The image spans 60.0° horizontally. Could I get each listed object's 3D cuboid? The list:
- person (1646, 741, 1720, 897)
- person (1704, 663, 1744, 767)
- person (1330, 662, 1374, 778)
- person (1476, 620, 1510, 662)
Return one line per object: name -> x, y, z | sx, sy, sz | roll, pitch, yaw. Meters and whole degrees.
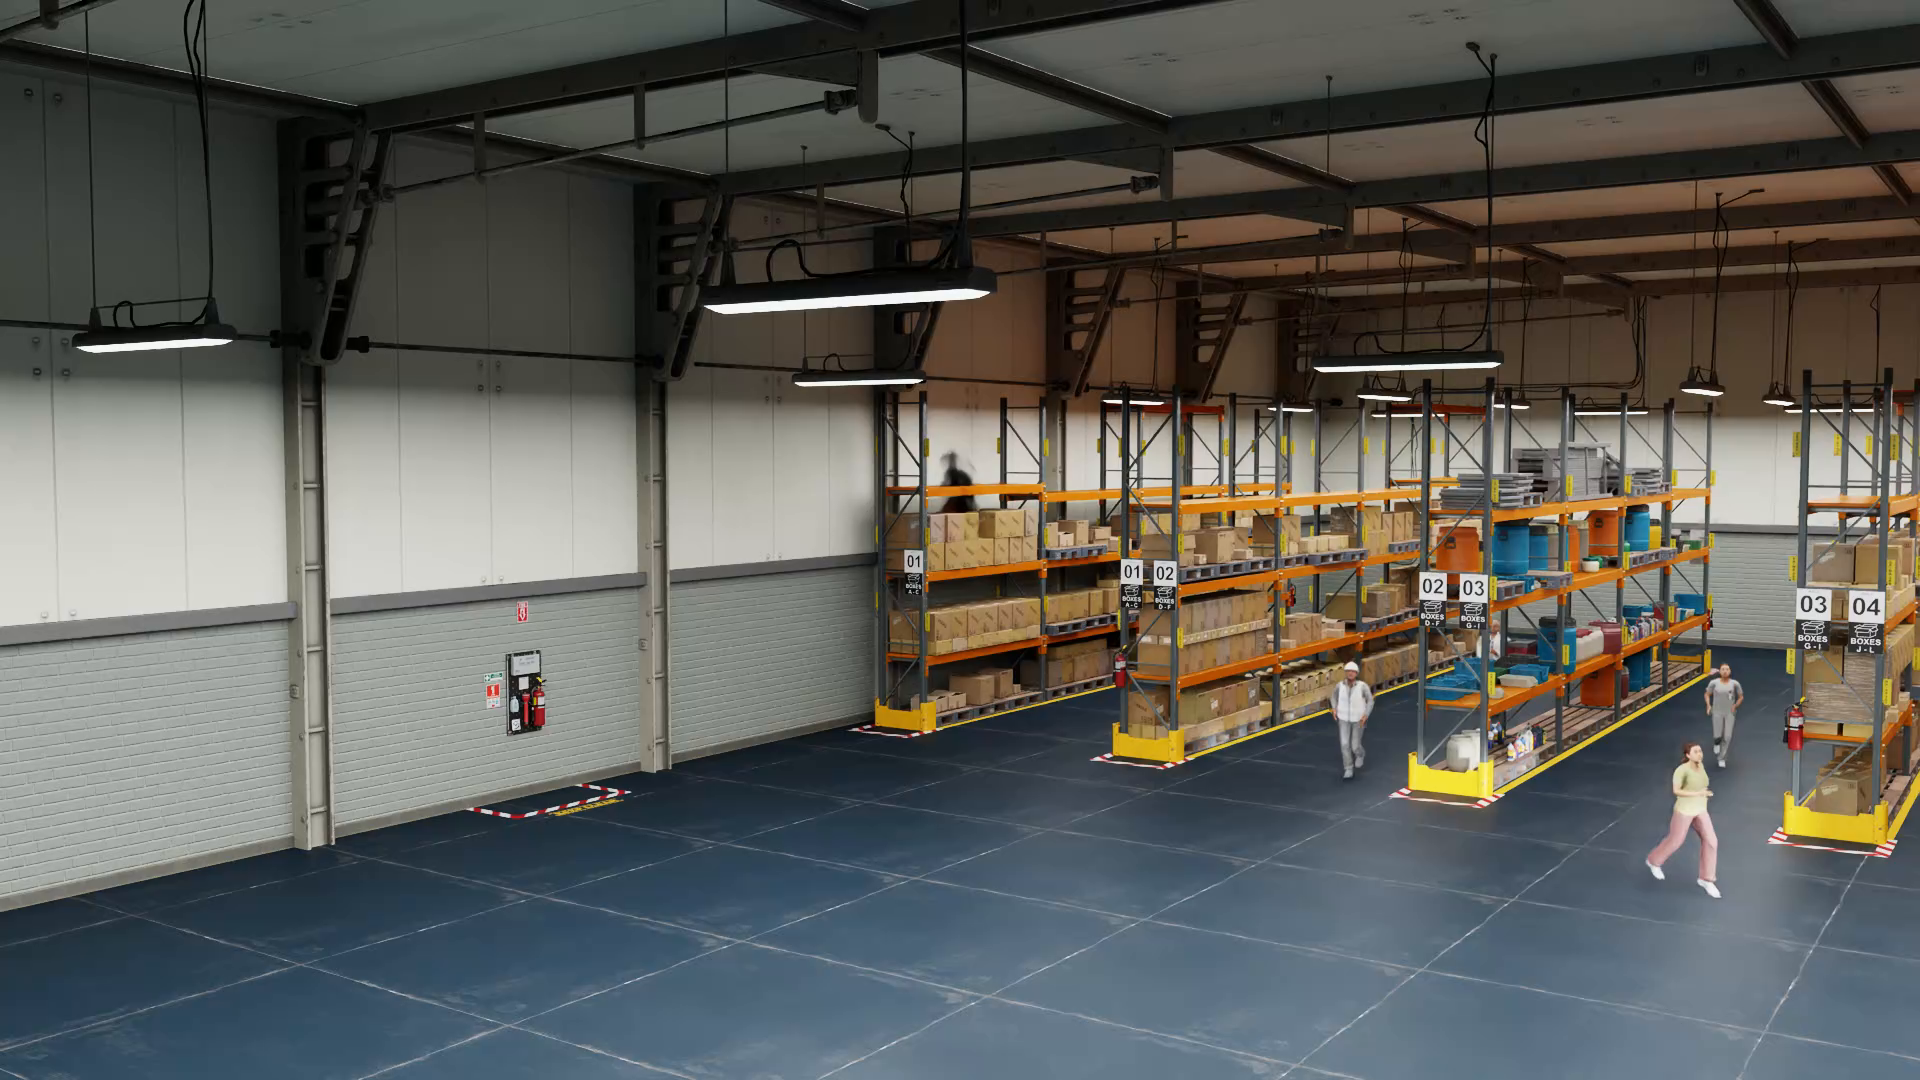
person -> 8.250, 3.118, 18.893 | 0.582, 1.707, 0.915 | -1, 3, -20
person -> 12.045, 2.742, 26.226 | 0.565, 1.629, 0.573 | 1, 3, 22
person -> 5.994, 2.729, 25.440 | 0.679, 1.752, 0.676 | 1, 3, 25
person -> 9.885, 2.405, 30.879 | 0.668, 1.842, 0.825 | 2, 4, 27
